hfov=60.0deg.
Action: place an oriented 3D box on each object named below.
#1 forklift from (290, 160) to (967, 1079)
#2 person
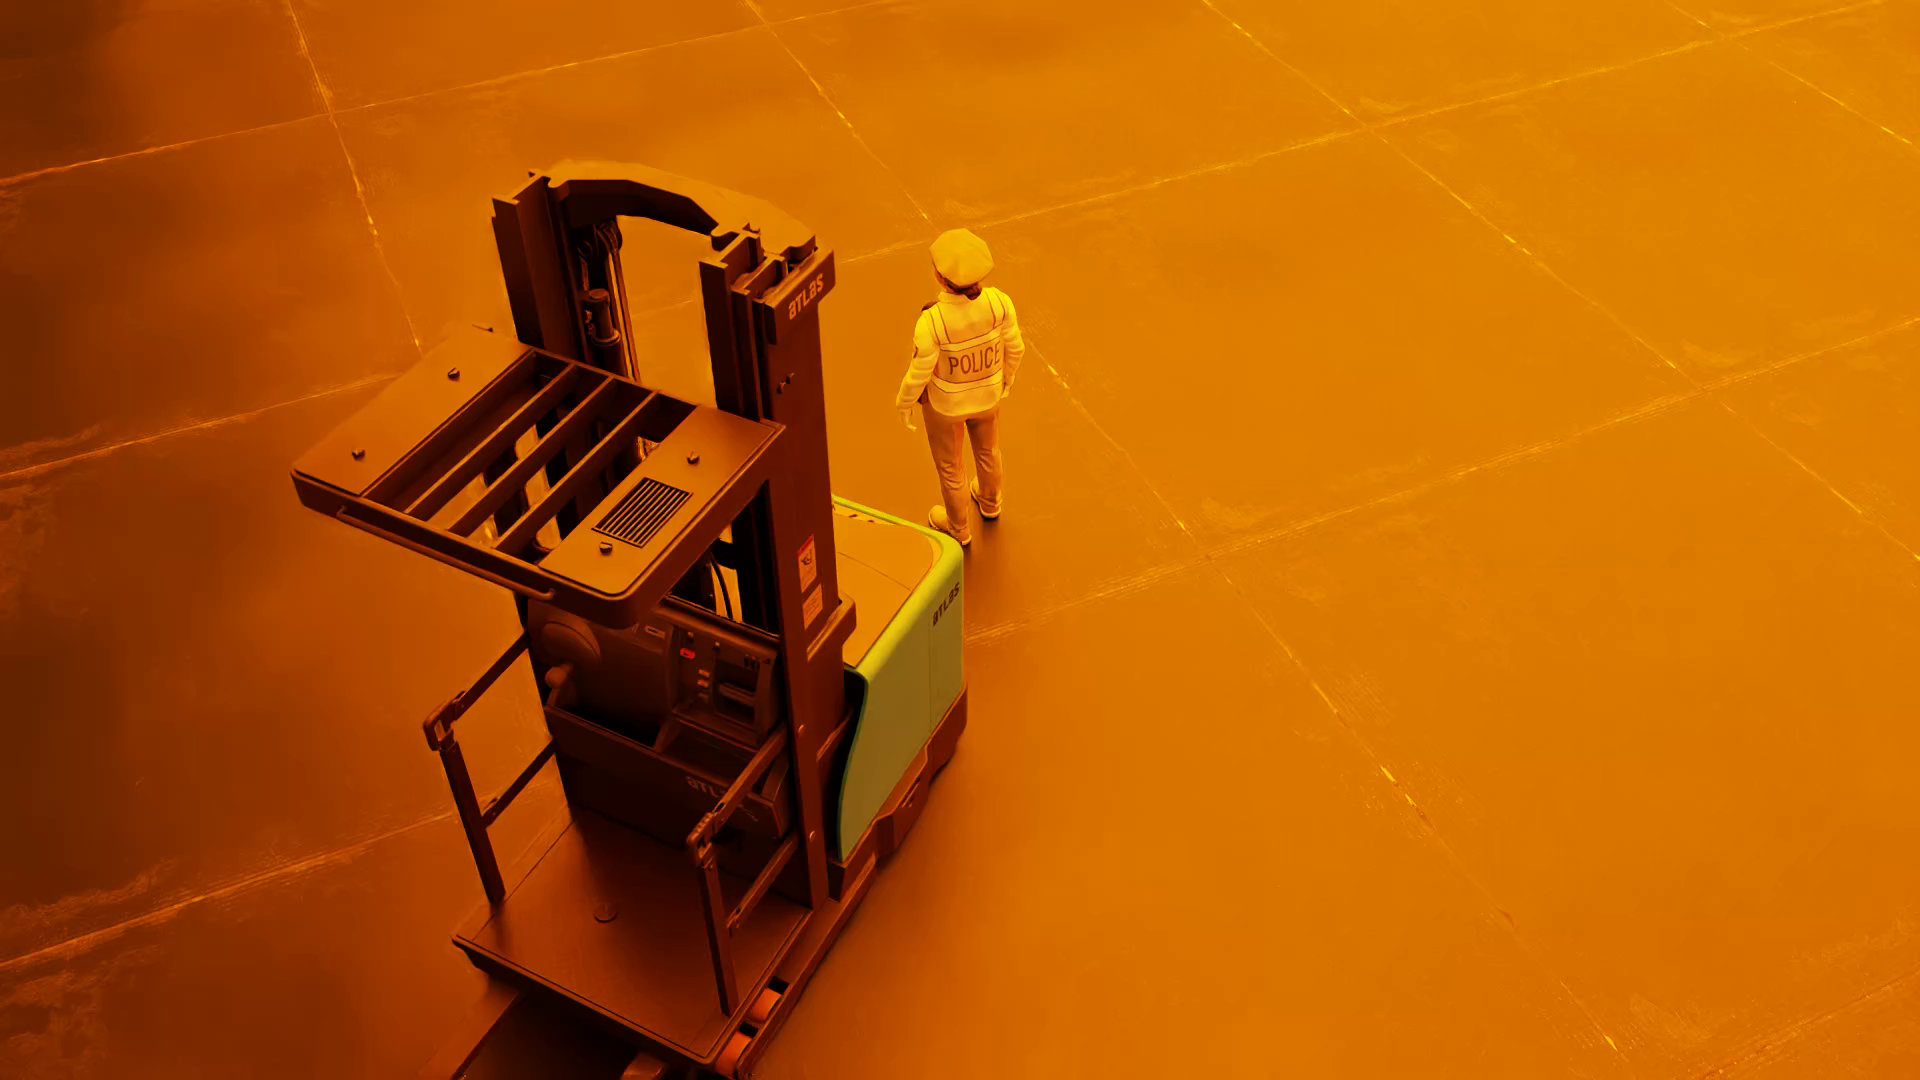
[{"bbox_3d":[-1.092,0.458,5.189,1.130,2.935,3.031,19,46,19],"label":"forklift"},{"bbox_3d":[-0.023,-0.670,7.293,0.587,1.694,0.529,-18,46,-18],"label":"person"}]
